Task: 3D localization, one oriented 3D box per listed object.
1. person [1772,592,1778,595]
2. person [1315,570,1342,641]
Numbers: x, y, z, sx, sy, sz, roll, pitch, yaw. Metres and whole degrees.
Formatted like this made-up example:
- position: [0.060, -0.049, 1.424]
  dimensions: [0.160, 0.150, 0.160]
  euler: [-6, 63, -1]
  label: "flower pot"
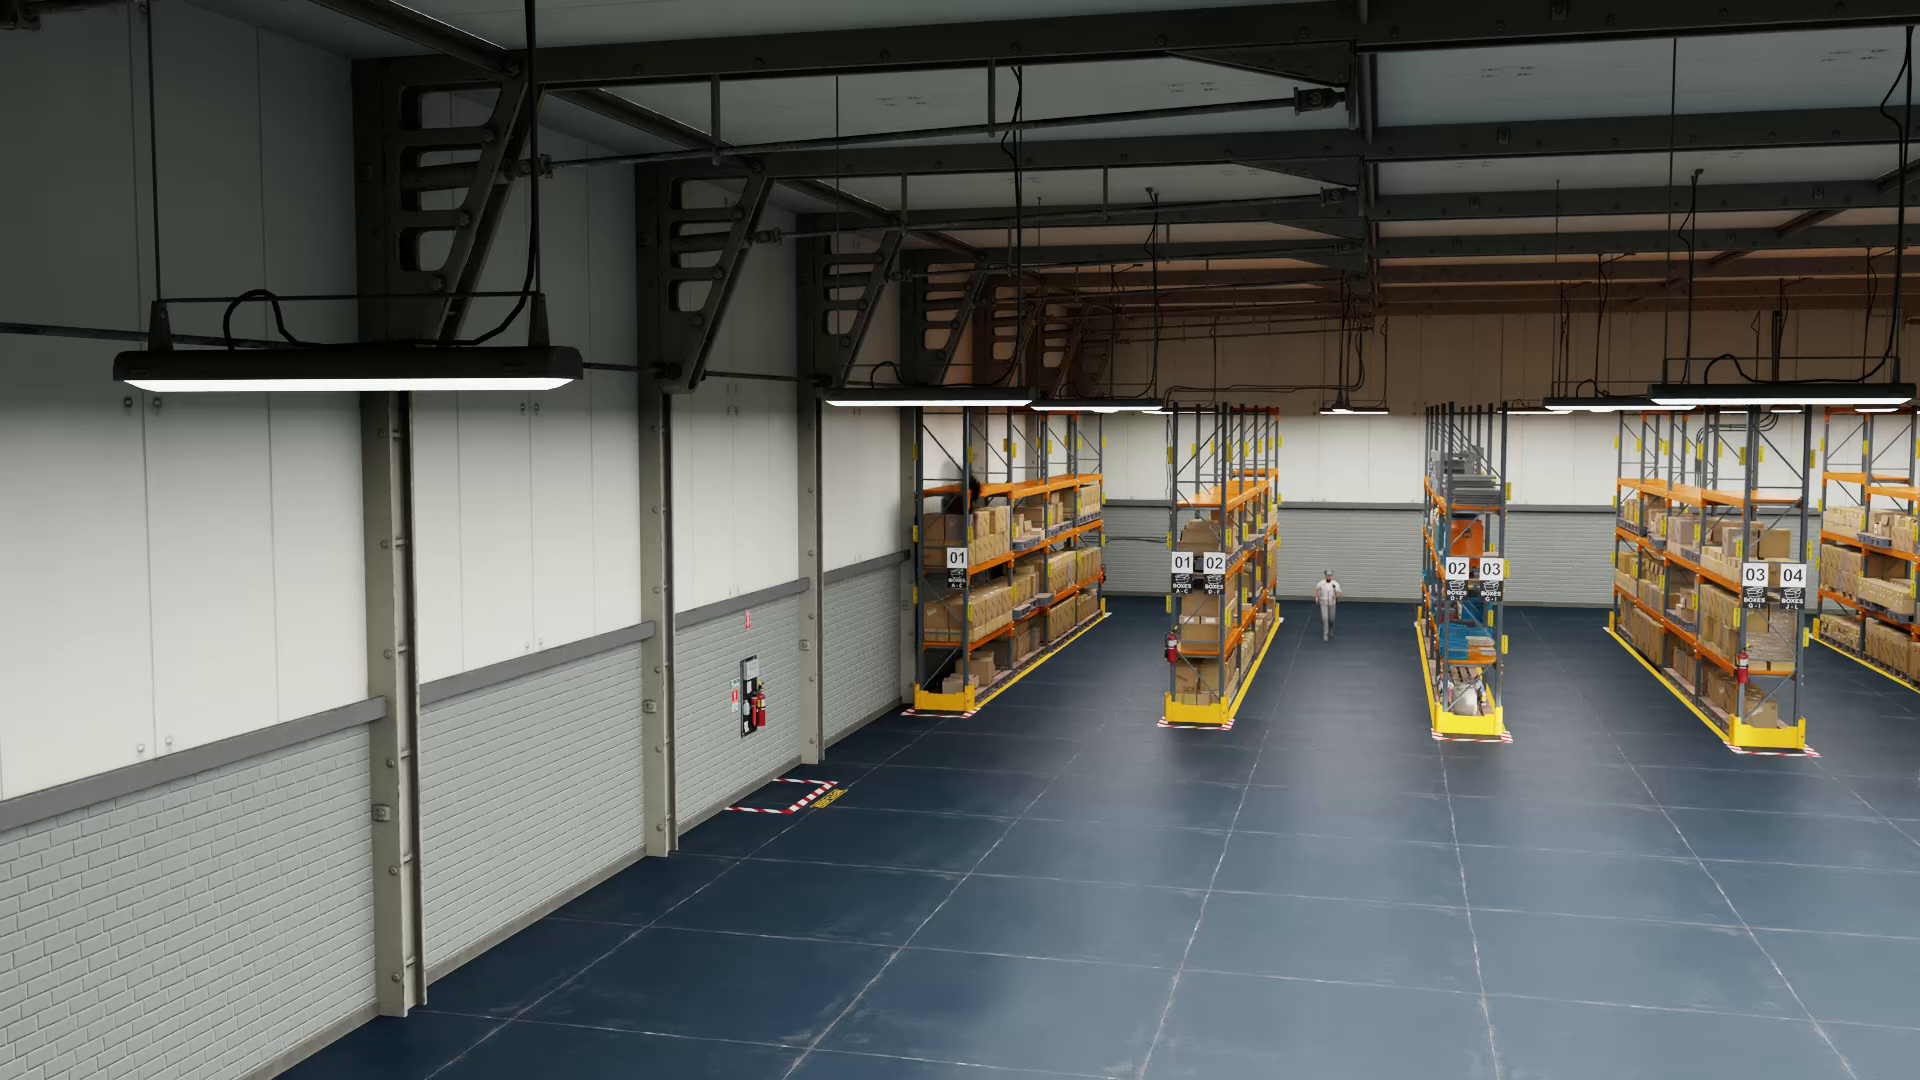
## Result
- position: [21.403, 1.664, 44.211]
  dimensions: [0.786, 1.606, 0.697]
  euler: [0, 4, -5]
  label: "person"
- position: [9.517, 1.663, 42.990]
  dimensions: [0.680, 1.802, 0.883]
  euler: [1, 4, 8]
  label: "person"
